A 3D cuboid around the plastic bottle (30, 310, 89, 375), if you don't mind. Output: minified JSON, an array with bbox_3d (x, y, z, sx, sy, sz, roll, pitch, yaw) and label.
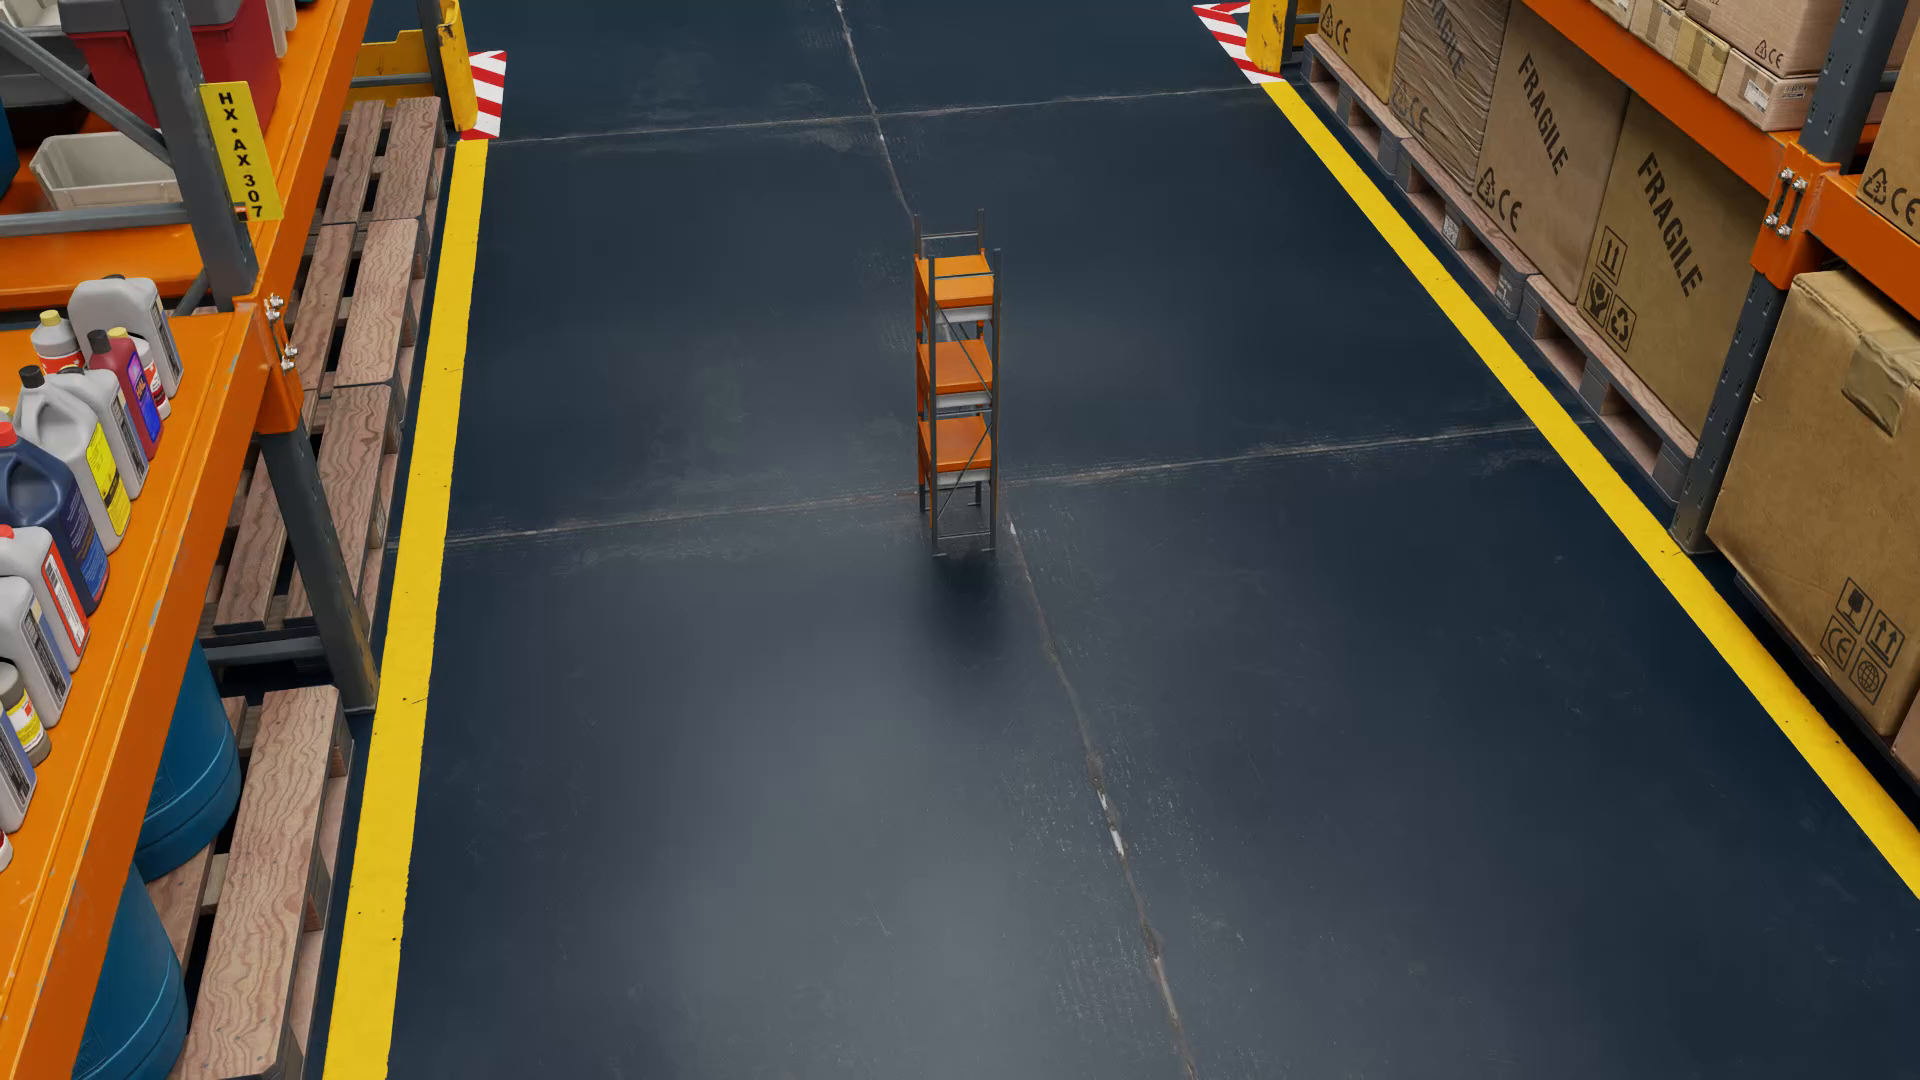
[{"bbox_3d":[-1.862,-0.382,3.459,0.097,0.201,0.097,0,38,0],"label":"plastic bottle"}]

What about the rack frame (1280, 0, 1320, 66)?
[{"bbox_3d":[2.045,-3.637,7.487,1.000,3.000,0.127,-6,38,-8],"label":"rack frame"}]

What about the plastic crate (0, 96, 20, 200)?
[{"bbox_3d":[-2.547,-0.951,3.993,0.392,0.384,0.575,-6,38,-8],"label":"plastic crate"}]

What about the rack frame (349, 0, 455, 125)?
[{"bbox_3d":[-2.831,-3.104,6.801,1.000,3.000,0.127,-6,38,-8],"label":"rack frame"}]

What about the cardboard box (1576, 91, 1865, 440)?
[{"bbox_3d":[2.710,-0.955,5.424,0.875,0.875,0.875,-6,38,-8],"label":"cardboard box"}]

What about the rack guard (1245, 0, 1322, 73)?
[{"bbox_3d":[2.041,-2.665,8.272,1.175,0.500,0.348,-6,38,-8],"label":"rack guard"}]

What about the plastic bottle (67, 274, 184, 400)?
[{"bbox_3d":[-1.742,-0.436,3.468,0.152,0.276,0.135,-6,38,-8],"label":"plastic bottle"}]

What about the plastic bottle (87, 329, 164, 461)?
[{"bbox_3d":[-1.657,-0.304,3.292,0.061,0.283,0.133,-6,38,-8],"label":"plastic bottle"}]

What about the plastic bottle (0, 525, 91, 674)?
[{"bbox_3d":[-1.590,0.089,2.791,0.152,0.276,0.135,-6,38,-8],"label":"plastic bottle"}]

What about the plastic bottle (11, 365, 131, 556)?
[{"bbox_3d":[-1.646,-0.149,3.037,0.144,0.351,0.185,-6,38,-8],"label":"plastic bottle"}]

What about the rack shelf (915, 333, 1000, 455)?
[{"bbox_3d":[-0.009,-0.439,4.976,0.215,0.259,0.240,-6,38,-8],"label":"rack shelf"}]

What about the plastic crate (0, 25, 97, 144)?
[{"bbox_3d":[-2.590,-1.251,4.590,0.437,0.125,0.590,-6,38,-8],"label":"plastic crate"}]

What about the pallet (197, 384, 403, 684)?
[{"bbox_3d":[-2.297,-0.027,5.113,1.003,0.211,1.213,-6,38,-8],"label":"pallet"}]

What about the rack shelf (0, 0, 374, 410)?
[{"bbox_3d":[-2.480,-1.612,5.467,1.077,0.370,4.000,-6,38,-8],"label":"rack shelf"}]

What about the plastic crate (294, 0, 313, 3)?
[{"bbox_3d":[-2.218,-1.849,5.273,0.416,0.233,0.300,-6,38,-8],"label":"plastic crate"}]

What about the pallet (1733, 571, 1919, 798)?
[{"bbox_3d":[2.956,0.338,4.643,1.003,0.211,1.213,-6,38,-8],"label":"pallet"}]

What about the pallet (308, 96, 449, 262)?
[{"bbox_3d":[-2.724,-1.501,7.010,1.003,0.211,1.213,-6,38,-8],"label":"pallet"}]

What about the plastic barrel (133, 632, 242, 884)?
[{"bbox_3d":[-2.051,0.305,3.781,0.600,0.901,0.708,-6,38,-8],"label":"plastic barrel"}]

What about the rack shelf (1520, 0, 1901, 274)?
[{"bbox_3d":[2.396,-2.145,6.153,1.077,0.370,4.000,-6,38,-8],"label":"rack shelf"}]

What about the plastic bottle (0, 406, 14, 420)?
[{"bbox_3d":[-1.798,-0.161,3.175,0.097,0.201,0.097,0,38,0],"label":"plastic bottle"}]

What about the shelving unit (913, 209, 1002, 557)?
[{"bbox_3d":[-0.009,-0.447,4.970,0.215,1.050,0.252,-6,38,-8],"label":"shelving unit"}]

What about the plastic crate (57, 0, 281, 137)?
[{"bbox_3d":[-2.039,-1.304,4.382,0.402,0.464,0.583,-6,38,-8],"label":"plastic crate"}]

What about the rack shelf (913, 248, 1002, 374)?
[{"bbox_3d":[-0.009,-0.663,4.802,0.215,0.259,0.240,-6,38,-8],"label":"rack shelf"}]

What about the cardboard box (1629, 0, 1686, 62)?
[{"bbox_3d":[2.281,-1.581,5.045,0.380,0.149,0.250,-7,38,-9],"label":"cardboard box"}]

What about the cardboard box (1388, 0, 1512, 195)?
[{"bbox_3d":[2.396,-2.036,6.816,0.875,0.875,0.875,-6,38,-8],"label":"cardboard box"}]

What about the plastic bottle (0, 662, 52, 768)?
[{"bbox_3d":[-1.519,0.267,2.623,0.097,0.201,0.097,0,38,0],"label":"plastic bottle"}]

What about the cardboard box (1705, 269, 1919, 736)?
[{"bbox_3d":[2.879,-0.164,4.405,1.225,0.875,0.875,-6,38,-8],"label":"cardboard box"}]

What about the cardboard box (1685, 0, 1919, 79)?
[{"bbox_3d":[2.411,-1.518,4.639,0.500,0.250,0.500,-7,38,-9],"label":"cardboard box"}]

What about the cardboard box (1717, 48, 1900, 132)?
[{"bbox_3d":[2.371,-1.271,4.646,0.380,0.149,0.250,-6,38,-8],"label":"cardboard box"}]

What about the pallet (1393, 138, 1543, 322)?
[{"bbox_3d":[2.473,-1.326,6.785,1.003,0.211,1.213,-6,38,-8],"label":"pallet"}]

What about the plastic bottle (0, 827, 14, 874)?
[{"bbox_3d":[-1.478,0.407,2.443,0.097,0.201,0.097,0,38,0],"label":"plastic bottle"}]

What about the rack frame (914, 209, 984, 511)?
[{"bbox_3d":[-0.031,-0.521,5.064,0.200,1.050,0.008,-6,38,-8],"label":"rack frame"}]
